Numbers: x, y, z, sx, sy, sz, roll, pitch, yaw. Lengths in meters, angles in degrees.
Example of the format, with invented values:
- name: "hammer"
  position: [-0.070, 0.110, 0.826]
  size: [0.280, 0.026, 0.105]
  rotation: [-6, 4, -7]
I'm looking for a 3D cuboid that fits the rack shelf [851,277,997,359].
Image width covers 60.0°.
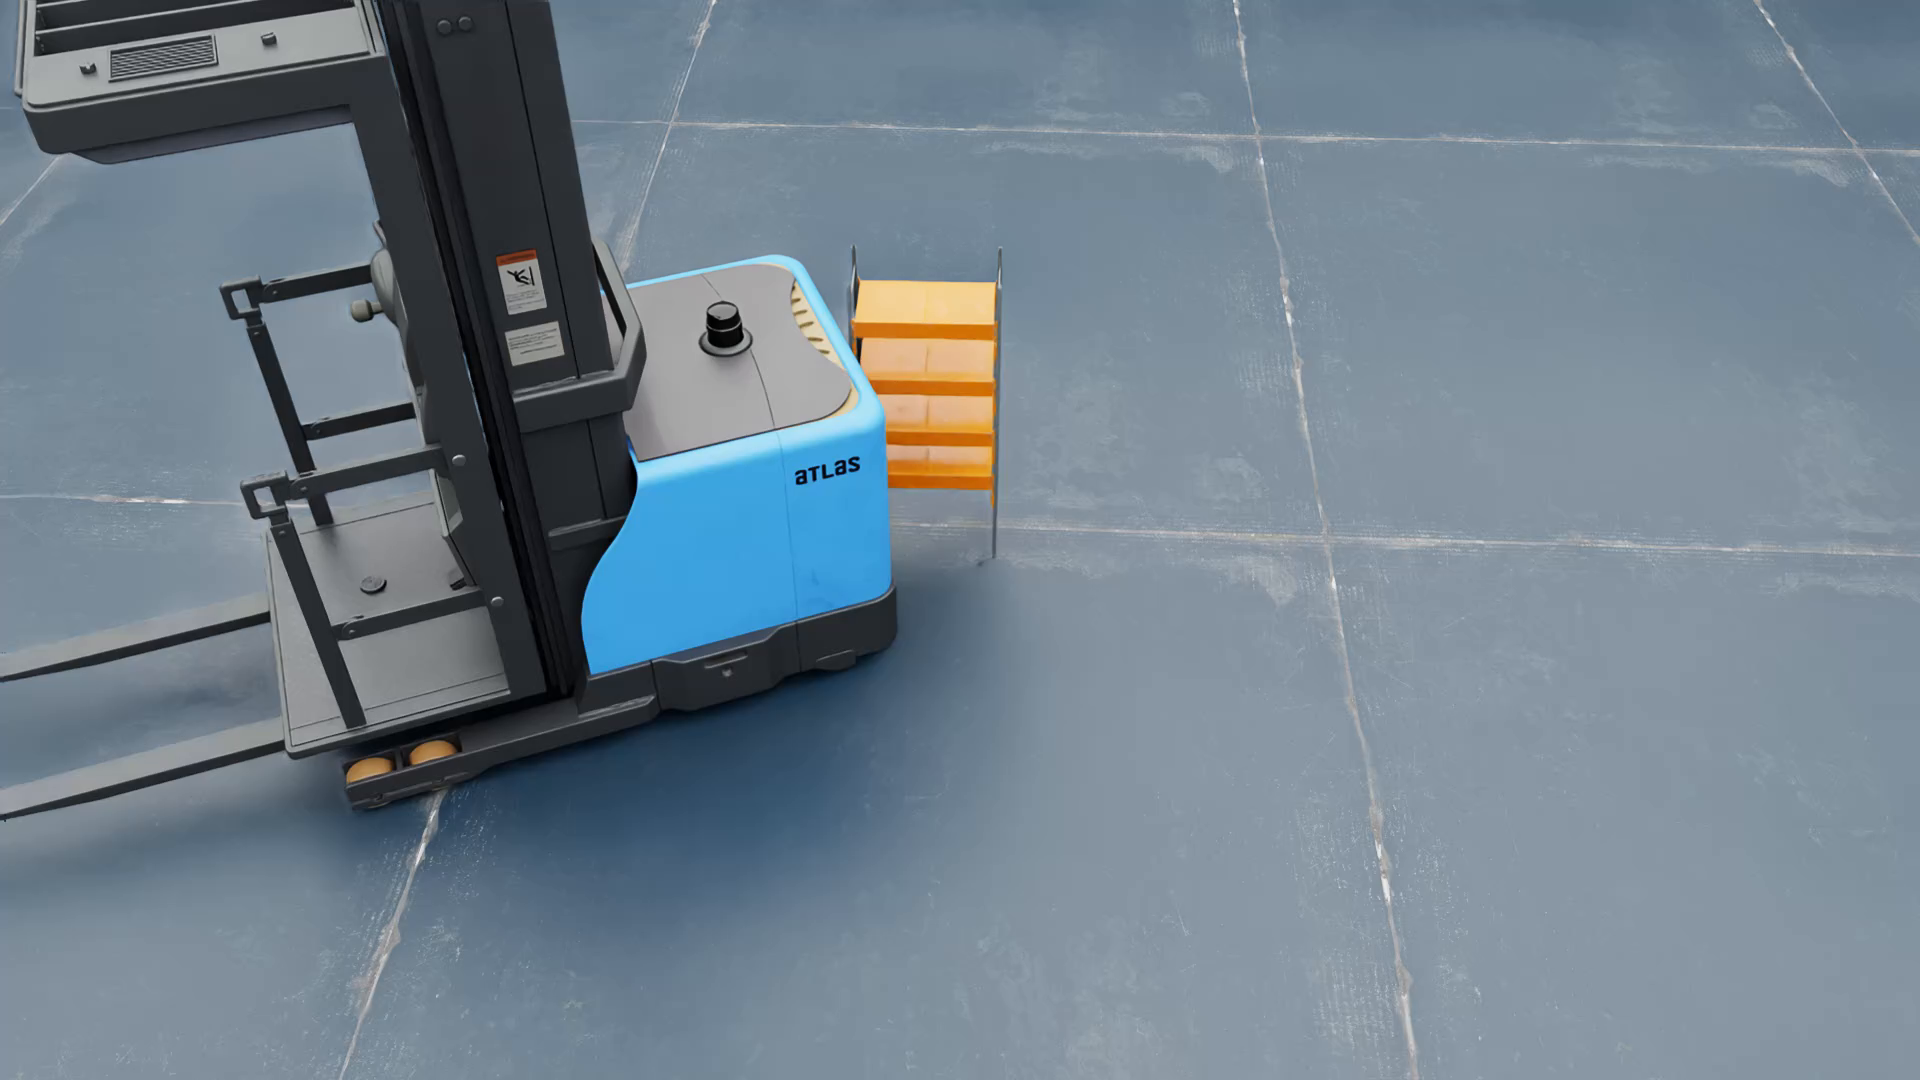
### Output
- name: "rack shelf"
  position: [-0.114, -0.748, 5.596]
  size: [0.480, 0.148, 0.258]
  rotation: [1, 43, 1]

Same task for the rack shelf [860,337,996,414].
- name: "rack shelf"
  position: [-0.114, -0.575, 5.757]
  size: [0.480, 0.148, 0.258]
  rotation: [1, 43, 1]

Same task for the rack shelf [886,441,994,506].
- name: "rack shelf"
  position: [-0.114, -0.266, 6.045]
  size: [0.480, 0.148, 0.258]
  rotation: [1, 43, 1]

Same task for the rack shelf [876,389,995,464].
- name: "rack shelf"
  position: [-0.114, -0.411, 5.910]
  size: [0.480, 0.148, 0.258]
  rotation: [1, 43, 1]

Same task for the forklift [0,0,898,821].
- name: "forklift"
  position: [-1.789, -0.625, 4.770]
  size: [3.031, 2.935, 1.130]
  rotation: [-15, 45, -15]

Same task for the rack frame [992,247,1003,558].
- name: "rack frame"
  position: [0.130, -0.455, 5.858]
  size: [0.015, 1.200, 0.240]
  rotation: [1, 43, 1]

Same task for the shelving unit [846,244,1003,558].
- name: "shelving unit"
  position: [-0.114, -0.460, 5.864]
  size: [0.503, 1.200, 0.258]
  rotation: [1, 43, 1]

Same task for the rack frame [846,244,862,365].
- name: "rack frame"
  position: [-0.357, -0.466, 5.870]
  size: [0.015, 1.200, 0.240]
  rotation: [1, 43, 1]
